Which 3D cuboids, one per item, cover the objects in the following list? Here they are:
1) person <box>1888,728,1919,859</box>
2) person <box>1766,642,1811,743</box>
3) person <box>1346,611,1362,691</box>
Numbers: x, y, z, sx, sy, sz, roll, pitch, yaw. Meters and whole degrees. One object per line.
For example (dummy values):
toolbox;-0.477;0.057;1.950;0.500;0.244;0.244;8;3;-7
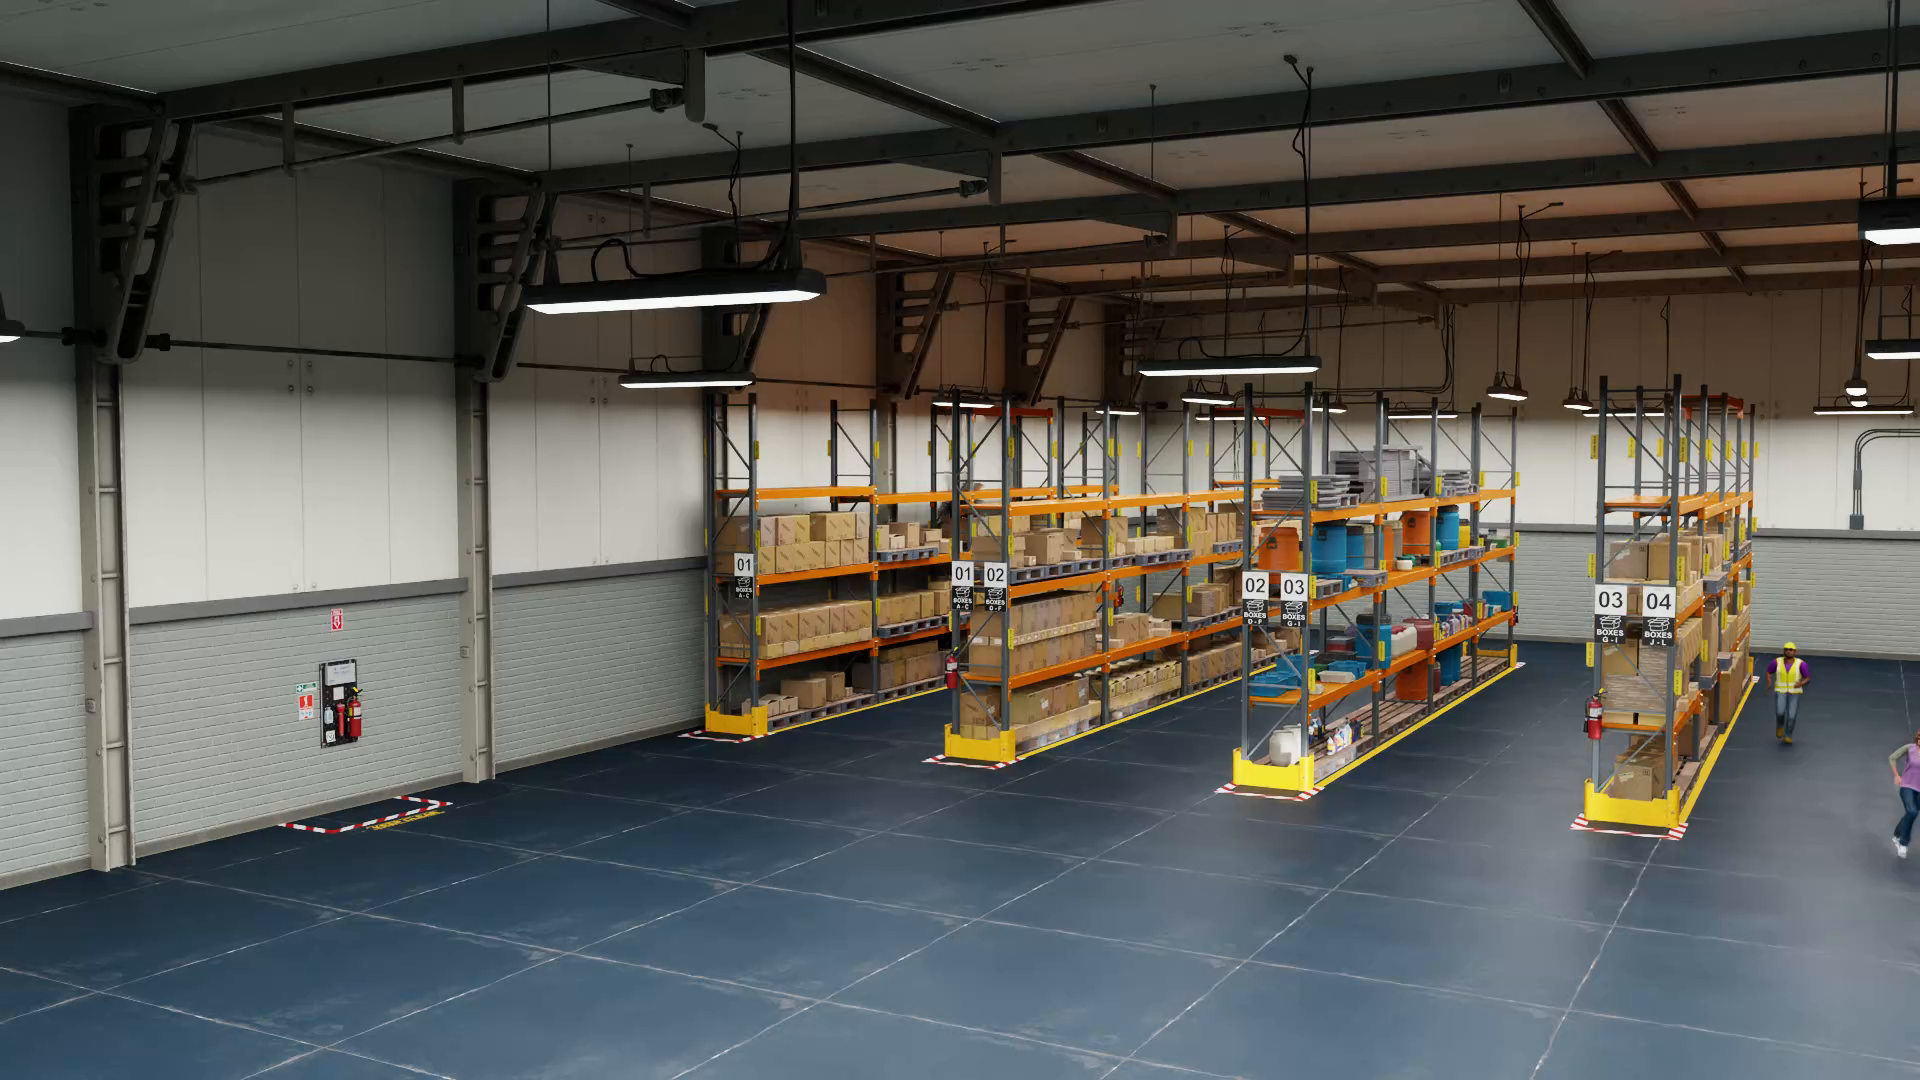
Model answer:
person;11.823;3.123;20.577;0.522;1.607;0.719;0;3;8
person;14.099;2.602;28.327;0.696;1.718;0.590;2;3;27
person;8.371;2.316;34.897;0.578;1.649;0.791;2;3;27
